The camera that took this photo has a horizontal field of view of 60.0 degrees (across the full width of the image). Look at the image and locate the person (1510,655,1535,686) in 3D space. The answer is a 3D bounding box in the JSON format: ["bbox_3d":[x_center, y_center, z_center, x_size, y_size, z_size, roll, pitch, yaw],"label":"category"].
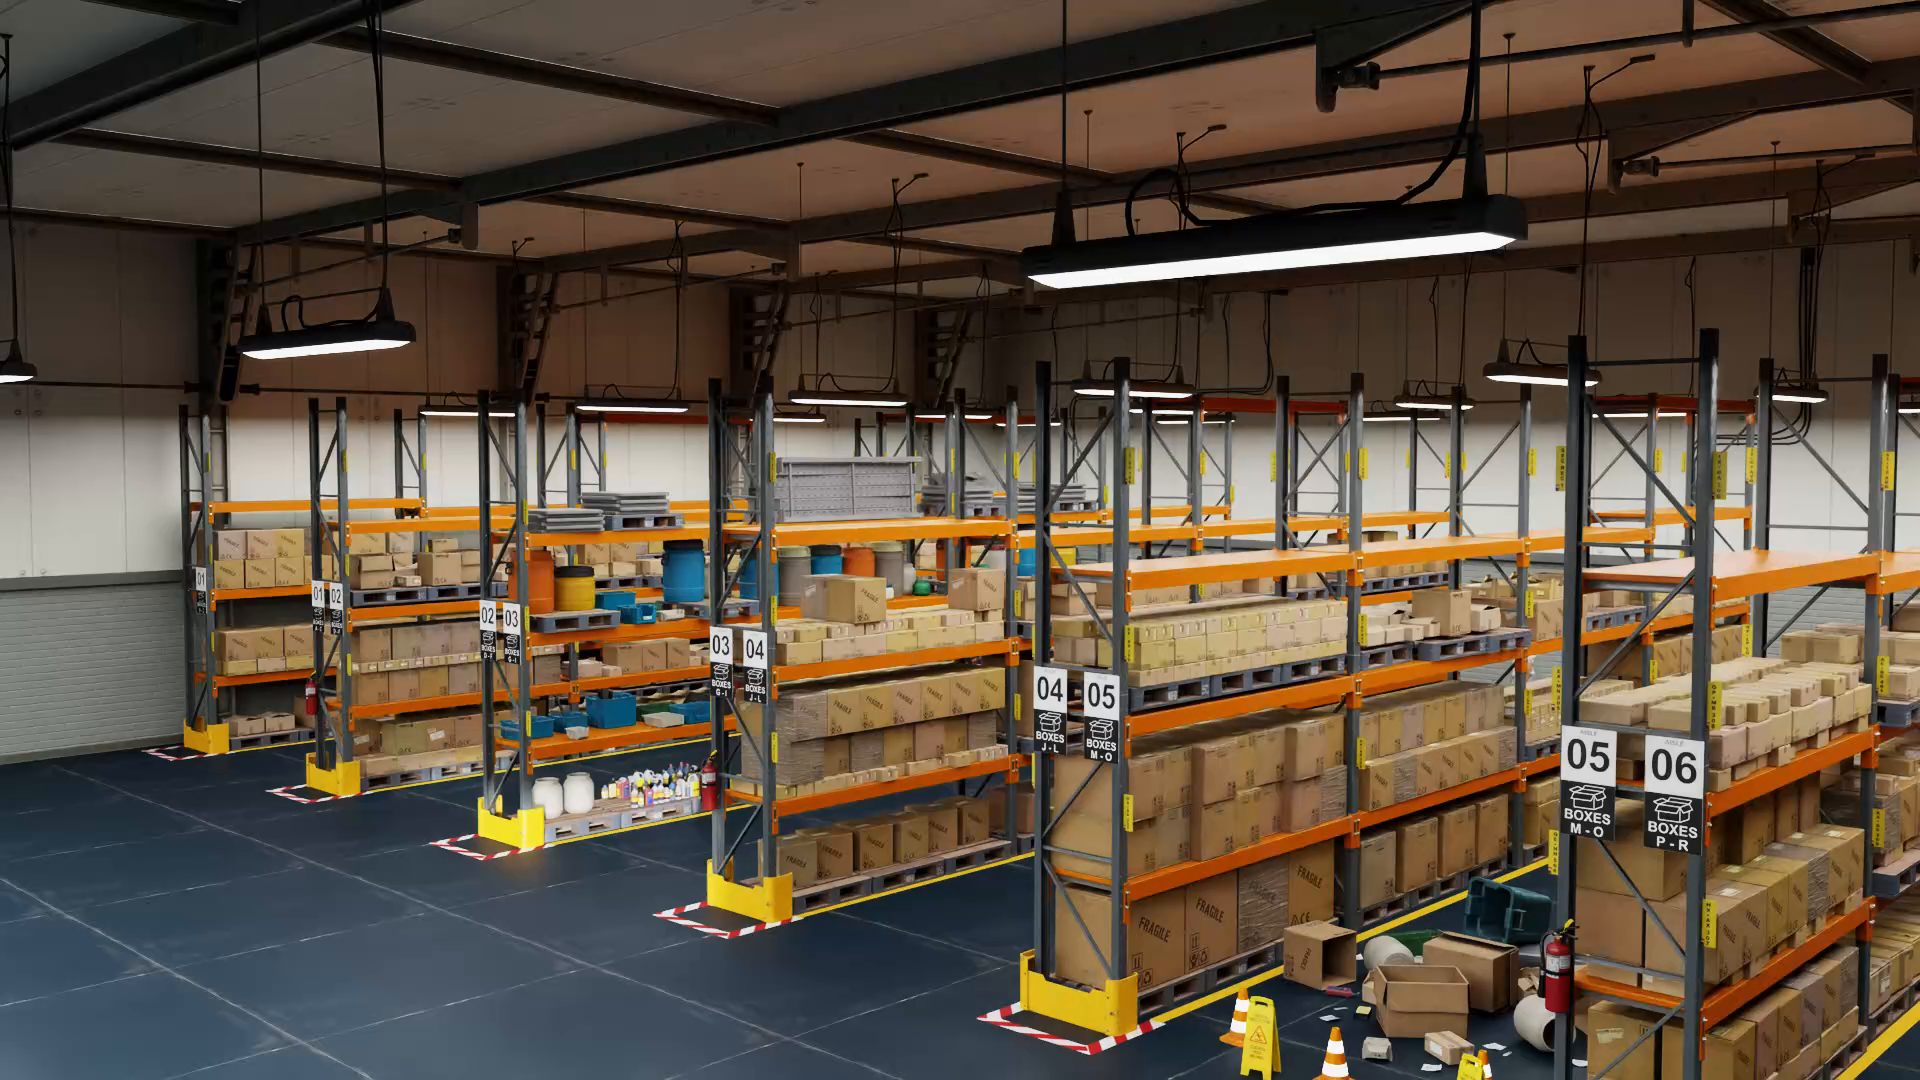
[{"bbox_3d":[10.825,2.686,32.021,0.447,1.732,0.548,-1,3,-18],"label":"person"}]
